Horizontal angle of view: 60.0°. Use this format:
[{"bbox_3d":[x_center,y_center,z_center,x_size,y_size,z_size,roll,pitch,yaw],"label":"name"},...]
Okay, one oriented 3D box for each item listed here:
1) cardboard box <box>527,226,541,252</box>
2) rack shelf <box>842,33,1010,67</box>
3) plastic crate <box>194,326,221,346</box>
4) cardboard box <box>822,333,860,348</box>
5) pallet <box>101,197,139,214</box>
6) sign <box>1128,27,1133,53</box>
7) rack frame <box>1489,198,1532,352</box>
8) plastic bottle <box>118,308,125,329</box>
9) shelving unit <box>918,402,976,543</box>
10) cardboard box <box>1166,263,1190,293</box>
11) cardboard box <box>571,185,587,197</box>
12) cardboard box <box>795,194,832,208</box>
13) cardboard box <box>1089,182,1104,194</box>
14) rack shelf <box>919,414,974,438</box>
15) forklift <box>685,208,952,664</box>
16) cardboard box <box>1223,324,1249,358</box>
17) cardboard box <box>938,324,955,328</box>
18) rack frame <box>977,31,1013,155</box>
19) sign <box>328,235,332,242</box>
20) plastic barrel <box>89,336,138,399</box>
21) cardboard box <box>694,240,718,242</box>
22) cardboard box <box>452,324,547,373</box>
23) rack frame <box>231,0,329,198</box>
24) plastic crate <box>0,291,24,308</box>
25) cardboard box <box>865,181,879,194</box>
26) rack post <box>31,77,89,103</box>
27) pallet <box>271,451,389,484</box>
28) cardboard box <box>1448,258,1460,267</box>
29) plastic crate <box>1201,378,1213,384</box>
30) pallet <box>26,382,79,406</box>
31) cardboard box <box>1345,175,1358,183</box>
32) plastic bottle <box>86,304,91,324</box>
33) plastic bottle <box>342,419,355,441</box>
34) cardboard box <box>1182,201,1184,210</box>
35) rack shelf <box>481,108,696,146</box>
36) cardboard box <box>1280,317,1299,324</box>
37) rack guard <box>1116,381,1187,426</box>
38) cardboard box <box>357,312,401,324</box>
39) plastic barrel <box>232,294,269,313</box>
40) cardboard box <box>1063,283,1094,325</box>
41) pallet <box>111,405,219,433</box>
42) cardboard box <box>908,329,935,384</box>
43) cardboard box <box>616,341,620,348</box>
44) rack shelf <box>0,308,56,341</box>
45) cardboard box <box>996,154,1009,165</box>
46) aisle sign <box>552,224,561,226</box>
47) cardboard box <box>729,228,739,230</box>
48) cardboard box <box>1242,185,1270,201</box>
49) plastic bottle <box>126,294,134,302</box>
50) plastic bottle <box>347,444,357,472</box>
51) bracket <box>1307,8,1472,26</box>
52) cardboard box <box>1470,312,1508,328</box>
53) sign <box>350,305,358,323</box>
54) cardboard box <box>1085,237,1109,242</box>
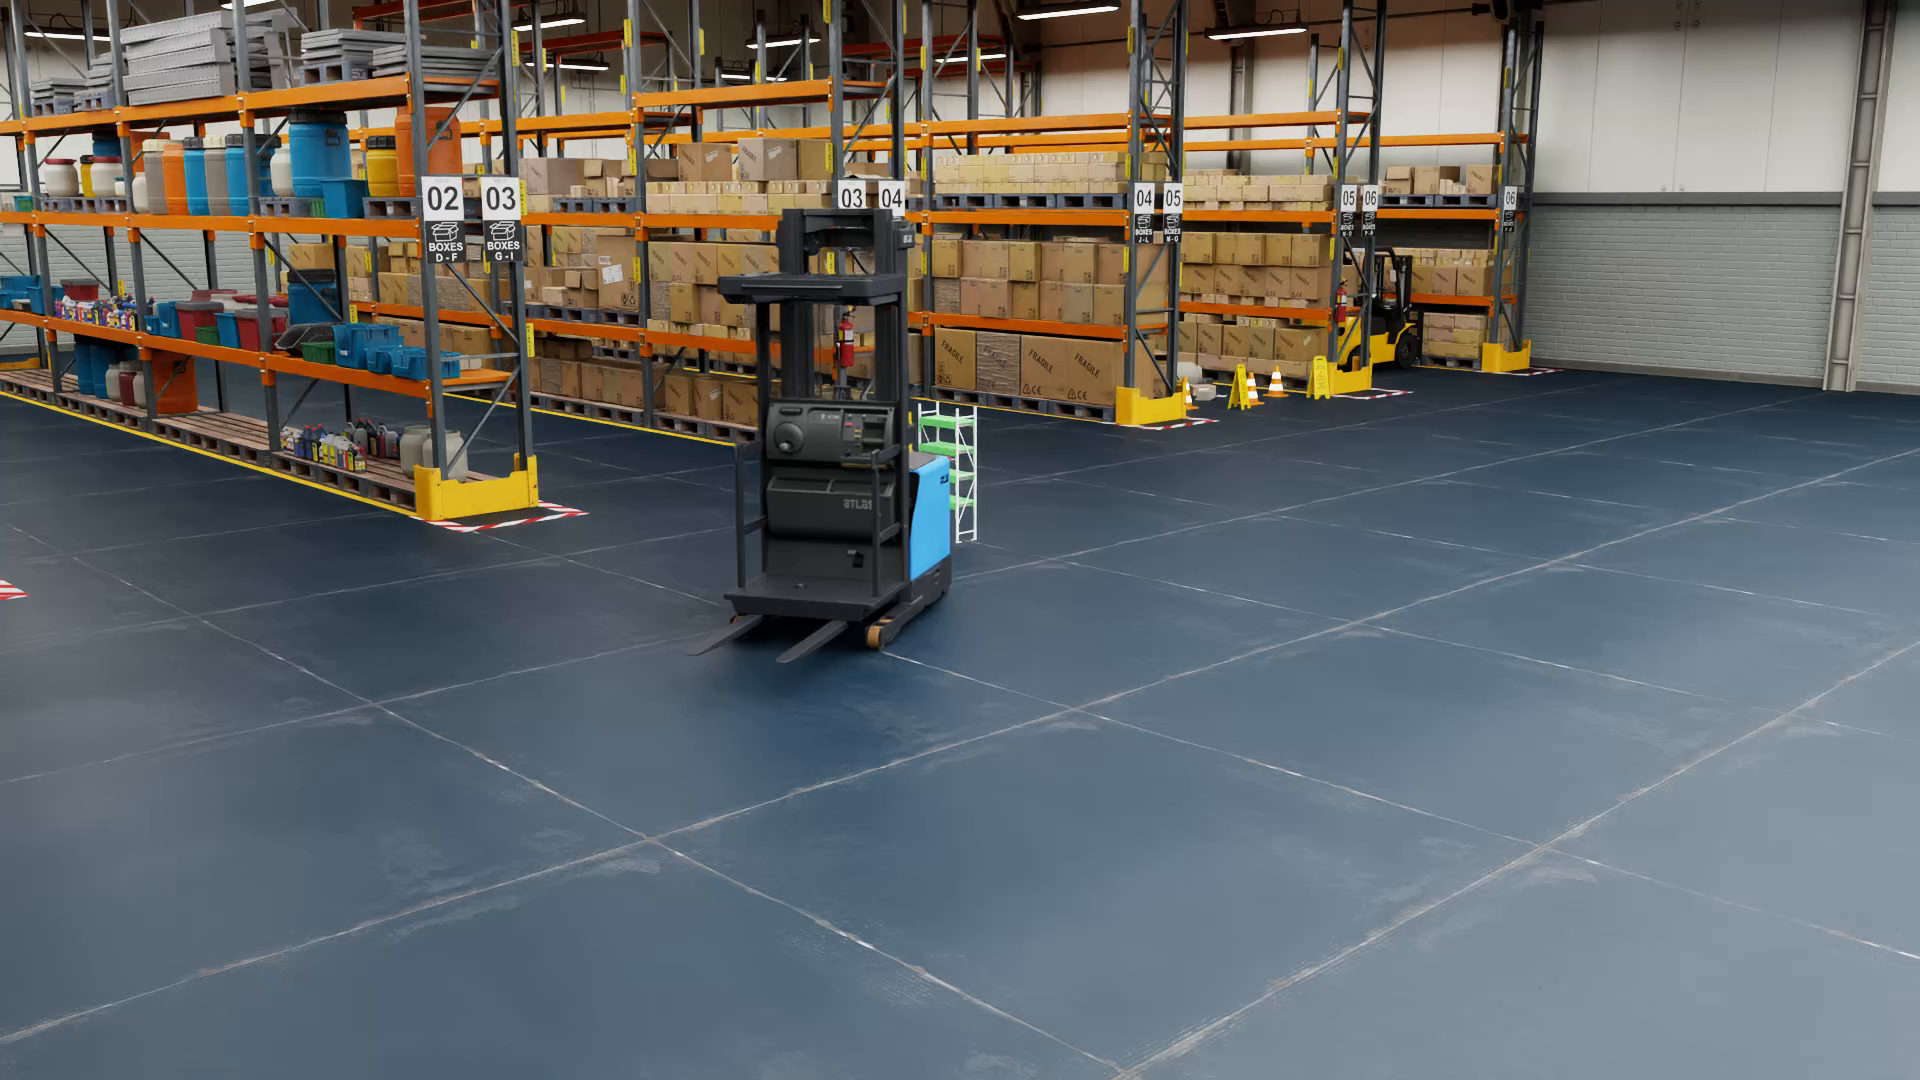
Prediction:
[{"bbox_3d":[-8.318,-6.032,33.293,0.500,0.500,0.500,-11,16,-43],"label":"cardboard box"},{"bbox_3d":[-0.783,-9.493,32.233,1.077,0.370,4.000,-11,16,-43],"label":"rack shelf"},{"bbox_3d":[-8.796,-2.443,19.862,0.450,0.188,0.662,-11,16,-43],"label":"plastic crate"},{"bbox_3d":[-1.390,-2.328,19.402,0.380,0.149,0.250,-11,16,-43],"label":"cardboard box"},{"bbox_3d":[-10.609,-4.418,21.955,1.003,0.211,1.213,-11,16,-43],"label":"pallet"},{"bbox_3d":[2.211,-6.476,21.533,0.100,0.325,0.005,-11,16,-43],"label":"sign"},{"bbox_3d":[9.711,-4.512,29.377,1.000,3.000,0.127,-11,16,-43],"label":"rack frame"},{"bbox_3d":[-11.099,-2.934,22.037,0.097,0.271,0.097,0,12,0],"label":"plastic bottle"},{"bbox_3d":[-0.114,-0.612,14.908,0.258,1.200,0.503,-11,16,-43],"label":"shelving unit"},{"bbox_3d":[3.827,-4.425,27.970,0.500,0.500,0.500,-11,16,-43],"label":"cardboard box"},{"bbox_3d":[-5.174,-4.842,23.087,0.250,0.166,0.380,11,16,44],"label":"cardboard box"},{"bbox_3d":[-1.561,-3.869,19.196,0.500,0.250,0.500,-10,16,-41],"label":"cardboard box"},{"bbox_3d":[1.965,-4.754,22.453,0.380,0.149,0.250,-11,16,-42],"label":"cardboard box"},{"bbox_3d":[-0.114,-1.019,14.824,0.258,0.148,0.480,-11,16,-43],"label":"rack shelf"},{"bbox_3d":[-0.965,-0.778,11.426,1.130,2.935,3.031,3,12,16],"label":"forklift"},{"bbox_3d":[4.675,-3.277,27.297,0.500,0.500,0.500,11,16,44],"label":"cardboard box"},{"bbox_3d":[0.182,-4.264,32.401,0.875,0.875,0.875,-11,16,-43],"label":"cardboard box"},{"bbox_3d":[0.599,-7.925,31.079,1.000,3.000,0.127,-11,16,-43],"label":"rack frame"},{"bbox_3d":[-11.691,-5.530,30.865,0.100,0.325,0.005,-11,16,-43],"label":"sign"},{"bbox_3d":[-12.061,-2.493,23.735,0.600,0.901,0.708,-11,16,-43],"label":"plastic barrel"},{"bbox_3d":[-3.297,-3.679,21.874,0.500,0.500,0.500,-11,16,-43],"label":"cardboard box"},{"bbox_3d":[-7.030,-2.875,25.656,0.875,0.875,1.225,11,16,43],"label":"cardboard box"},{"bbox_3d":[-7.389,-5.270,18.192,1.000,3.000,0.127,-11,16,-43],"label":"rack frame"},{"bbox_3d":[-14.834,-3.757,25.979,0.416,0.233,0.300,-11,16,-43],"label":"plastic crate"},{"bbox_3d":[-1.067,-4.102,19.338,0.380,0.149,0.250,-11,16,-43],"label":"cardboard box"},{"bbox_3d":[-12.354,-6.274,23.249,0.937,0.300,0.954,-11,16,-44],"label":"rack post"},{"bbox_3d":[-6.955,-0.863,18.575,1.003,0.211,1.213,-11,16,-43],"label":"pallet"},{"bbox_3d":[8.936,-4.970,29.744,0.380,0.149,0.250,-11,16,-42],"label":"cardboard box"},{"bbox_3d":[3.852,-2.630,27.478,0.583,0.080,0.402,6,13,26],"label":"plastic crate"},{"bbox_3d":[-13.449,-2.236,25.241,1.003,0.211,1.213,-11,16,-43],"label":"pallet"},{"bbox_3d":[6.025,-5.636,26.049,0.380,0.149,0.250,-11,16,-43],"label":"cardboard box"},{"bbox_3d":[-12.009,-3.126,22.971,0.097,0.271,0.097,0,12,0],"label":"plastic bottle"},{"bbox_3d":[-6.840,-1.176,18.662,0.144,0.351,0.185,-11,16,-43],"label":"plastic bottle"},{"bbox_3d":[3.790,-5.603,27.862,0.380,0.149,0.250,-11,16,-43],"label":"cardboard box"},{"bbox_3d":[-5.188,-5.704,23.072,1.077,0.370,4.000,-11,16,-43],"label":"rack shelf"},{"bbox_3d":[6.580,-4.213,32.770,0.875,0.625,0.625,-10,15,-40],"label":"cardboard box"},{"bbox_3d":[2.630,-1.887,22.833,1.175,0.500,0.348,-11,16,-43],"label":"rack guard"},{"bbox_3d":[-9.729,-3.462,28.508,0.875,0.875,0.875,-11,16,-43],"label":"cardboard box"},{"bbox_3d":[-8.696,-2.739,20.436,0.433,0.535,0.433,0,12,0],"label":"plastic barrel"},{"bbox_3d":[1.928,-3.314,23.189,0.875,0.550,0.550,-11,16,-43],"label":"cardboard box"},{"bbox_3d":[-10.726,-1.659,22.443,1.003,0.211,1.213,-11,16,-43],"label":"pallet"},{"bbox_3d":[-0.643,-2.881,25.994,1.050,0.750,0.750,-11,16,-43],"label":"cardboard box"},{"bbox_3d":[-6.310,-3.735,31.631,0.380,0.149,0.250,-10,16,-41],"label":"cardboard box"},{"bbox_3d":[-14.295,-3.439,25.954,1.077,0.370,4.000,-11,16,-43],"label":"rack shelf"},{"bbox_3d":[0.736,-5.404,23.632,0.380,0.149,0.250,-11,16,-43],"label":"cardboard box"},{"bbox_3d":[-8.270,-6.776,33.924,0.394,0.787,0.004,-11,16,-43],"label":"aisle sign"},{"bbox_3d":[-4.881,-6.921,36.736,0.380,0.149,0.250,-10,16,-41],"label":"cardboard box"},{"bbox_3d":[4.867,-5.547,26.601,0.500,0.250,0.500,-10,16,-41],"label":"cardboard box"},{"bbox_3d":[-11.914,-3.360,23.909,0.144,0.351,0.185,-11,16,-43],"label":"plastic bottle"},{"bbox_3d":[-6.306,-0.855,17.269,0.061,0.283,0.133,-10,16,-41],"label":"plastic bottle"},{"bbox_3d":[7.559,-9.827,31.390,0.076,0.066,4.783,-11,16,-43],"label":"bracket"},{"bbox_3d":[9.516,-3.957,29.980,0.500,0.250,0.500,-11,16,-43],"label":"cardboard box"},{"bbox_3d":[-6.983,-2.543,19.134,0.100,0.325,0.005,-11,16,-43],"label":"sign"},{"bbox_3d":[2.467,-5.383,29.975,0.380,0.149,0.250,-10,15,-39],"label":"cardboard box"}]
